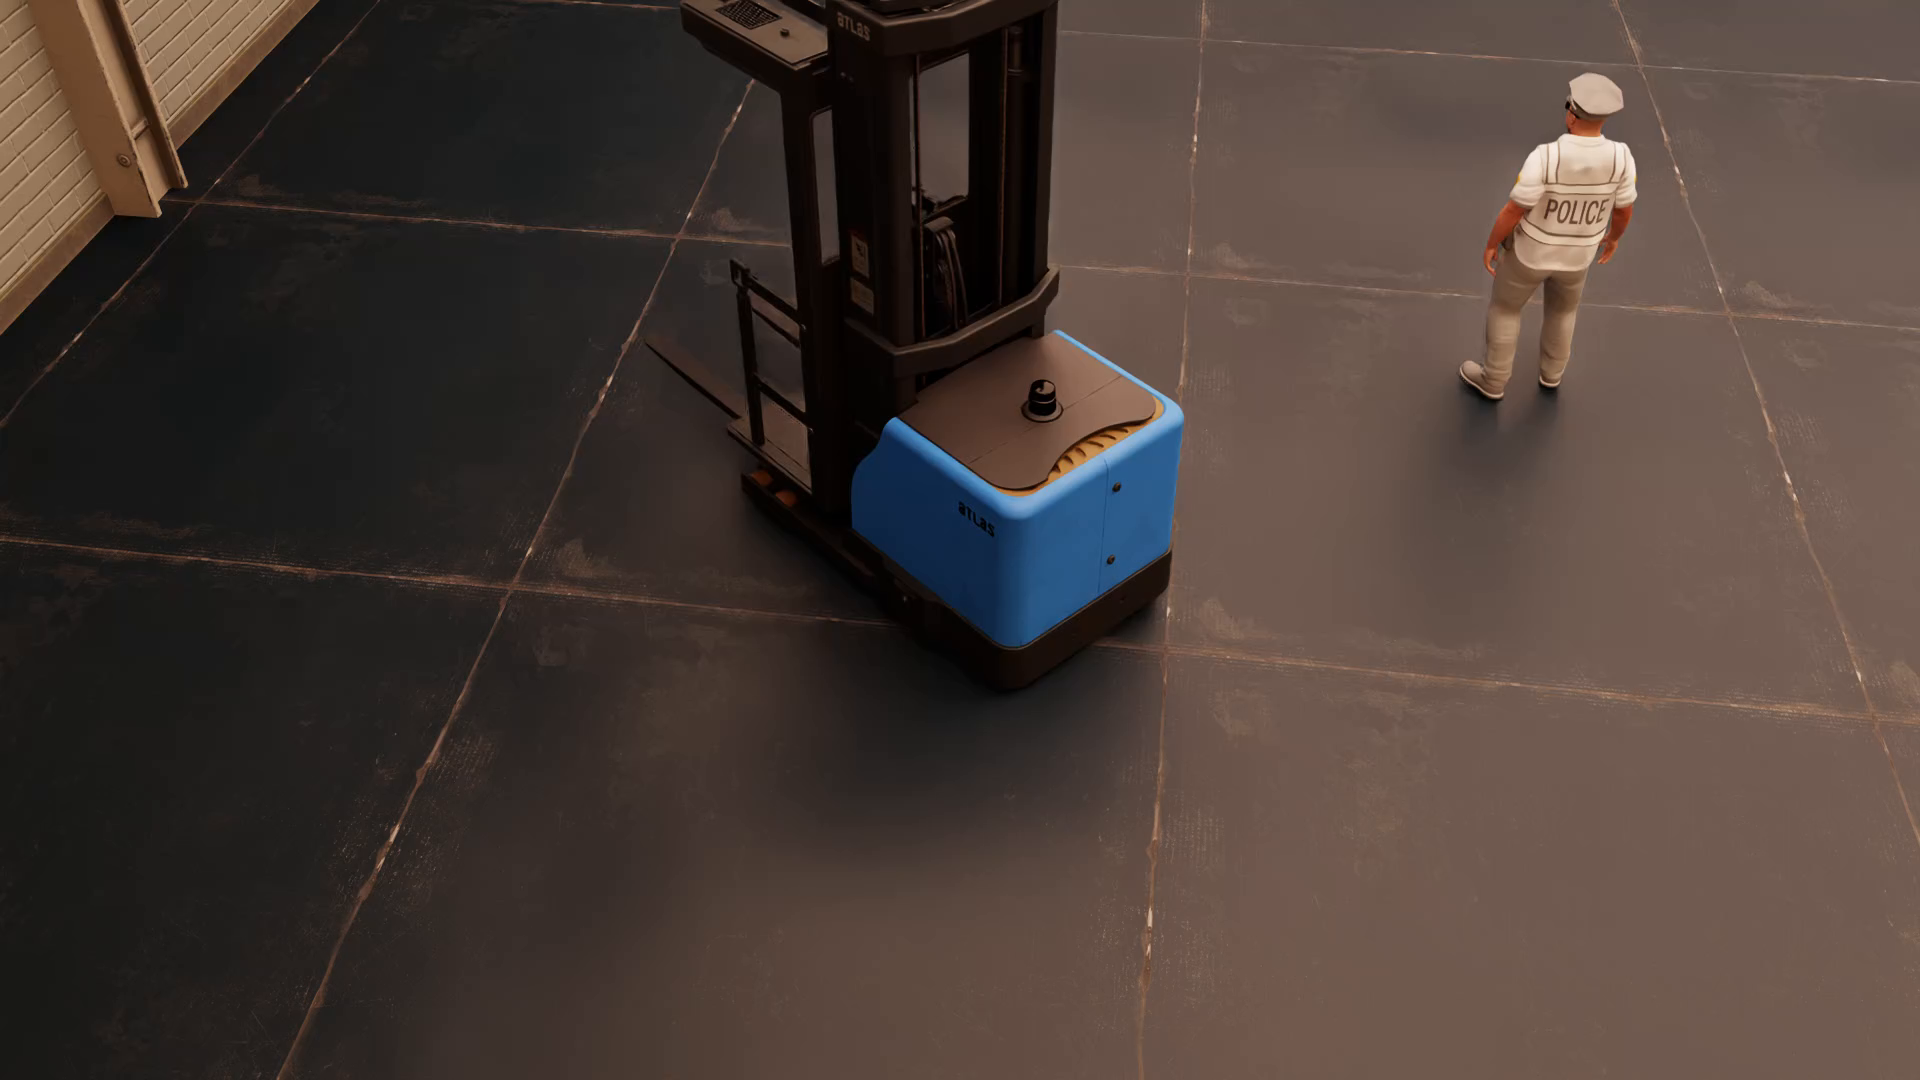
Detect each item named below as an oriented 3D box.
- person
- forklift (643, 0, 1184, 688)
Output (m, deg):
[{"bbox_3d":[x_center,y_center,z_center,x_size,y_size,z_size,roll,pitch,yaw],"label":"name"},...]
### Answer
[{"bbox_3d":[2.909,-1.475,8.191,0.673,1.786,0.515,-1,43,-1],"label":"person"},{"bbox_3d":[-0.406,-1.363,7.208,1.130,2.935,3.031,-31,51,-29],"label":"forklift"}]
